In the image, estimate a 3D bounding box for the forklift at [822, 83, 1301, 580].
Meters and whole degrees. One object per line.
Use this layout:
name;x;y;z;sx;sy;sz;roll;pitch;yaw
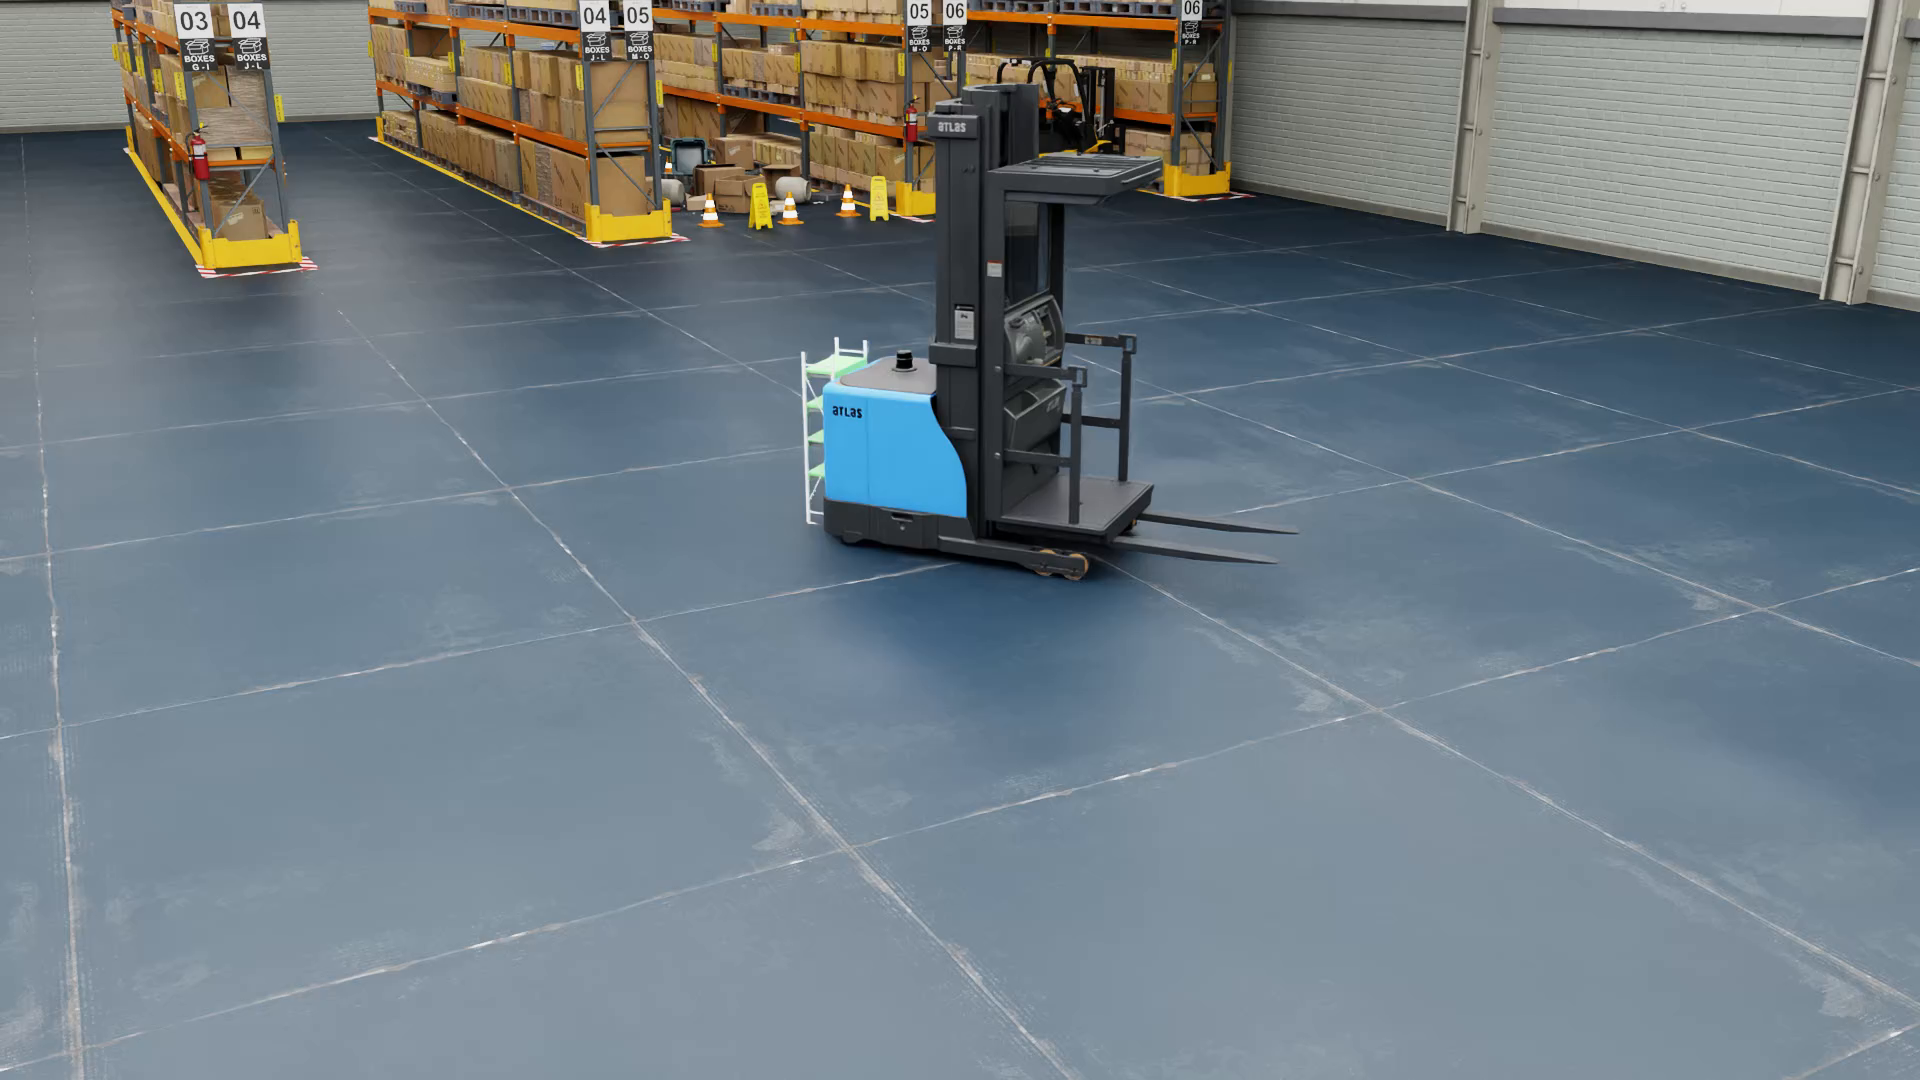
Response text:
forklift;0.657;-1.330;10.493;3.031;2.935;1.130;8;21;22

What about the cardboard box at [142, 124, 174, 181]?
cardboard box;-13.208;-6.663;28.457;1.225;0.875;0.875;-11;22;-29

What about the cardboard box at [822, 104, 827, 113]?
cardboard box;-2.092;-7.260;27.957;0.380;0.149;0.250;-10;21;-27

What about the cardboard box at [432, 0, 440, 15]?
cardboard box;-9.229;-9.739;30.004;0.500;0.500;0.500;-10;21;-27

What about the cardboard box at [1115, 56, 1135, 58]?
cardboard box;3.006;-8.582;29.801;0.380;0.149;0.250;-10;22;-28

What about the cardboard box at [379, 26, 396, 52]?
cardboard box;-11.832;-10.498;34.813;0.500;0.500;0.500;-11;22;-28

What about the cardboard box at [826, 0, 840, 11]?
cardboard box;-1.830;-8.681;26.867;0.500;0.250;0.500;-10;21;-26

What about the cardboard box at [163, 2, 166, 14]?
cardboard box;-10.118;-6.913;21.587;0.380;0.149;0.250;-11;22;-29

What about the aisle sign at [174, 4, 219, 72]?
aisle sign;-9.334;-6.136;20.330;0.394;0.787;0.004;-10;21;-27

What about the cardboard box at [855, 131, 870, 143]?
cardboard box;-1.462;-6.499;26.796;0.380;0.149;0.250;-9;21;-24

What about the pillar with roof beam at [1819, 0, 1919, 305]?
pillar with roof beam;6.360;-6.340;15.710;9.100;9.000;0.400;-10;21;-27

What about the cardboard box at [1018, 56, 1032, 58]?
cardboard box;1.268;-9.427;32.705;0.380;0.149;0.250;-9;21;-25

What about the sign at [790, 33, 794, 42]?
sign;-4.087;-12.195;40.546;0.100;0.325;0.005;-10;21;-27

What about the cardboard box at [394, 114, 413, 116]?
cardboard box;-11.777;-8.941;35.258;0.380;0.149;0.250;-9;21;-25

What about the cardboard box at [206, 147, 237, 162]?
cardboard box;-9.417;-4.903;21.126;0.380;0.149;0.250;-10;21;-27

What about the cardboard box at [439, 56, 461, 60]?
cardboard box;-10.023;-9.432;32.695;0.380;0.149;0.250;-9;21;-24

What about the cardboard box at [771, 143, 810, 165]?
cardboard box;-2.874;-6.967;30.108;0.950;0.372;0.625;-9;21;-23

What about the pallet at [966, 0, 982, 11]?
pallet;0.590;-10.721;33.292;1.213;0.211;1.003;-9;21;-24

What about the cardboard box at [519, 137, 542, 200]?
cardboard box;-6.349;-5.862;26.134;0.875;0.875;0.875;-10;21;-26

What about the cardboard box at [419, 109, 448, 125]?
cardboard box;-10.267;-8.274;32.549;0.500;0.250;0.500;-11;22;-29

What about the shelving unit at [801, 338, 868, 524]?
shelving unit;-0.848;-0.744;11.448;0.258;1.200;0.503;8;21;22

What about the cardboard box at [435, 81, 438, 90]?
cardboard box;-9.363;-8.303;30.336;0.380;0.149;0.250;-10;21;-26

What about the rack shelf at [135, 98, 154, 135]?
rack shelf;-13.848;-7.502;29.377;1.077;0.370;4.000;-10;21;-27

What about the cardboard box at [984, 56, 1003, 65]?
cardboard box;0.703;-9.421;32.687;0.380;0.149;0.250;-9;21;-26

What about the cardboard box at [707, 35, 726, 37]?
cardboard box;-4.909;-9.940;33.652;0.500;0.500;0.500;-10;21;-26

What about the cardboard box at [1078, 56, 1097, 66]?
cardboard box;2.344;-8.559;29.733;0.380;0.149;0.250;-9;21;-25

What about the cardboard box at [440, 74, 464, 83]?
cardboard box;-9.121;-8.299;29.869;0.380;0.149;0.250;-9;21;-26

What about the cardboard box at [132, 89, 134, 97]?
cardboard box;-15.354;-8.408;31.285;0.380;0.149;0.250;-10;21;-26

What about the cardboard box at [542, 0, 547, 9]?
cardboard box;-5.746;-7.663;23.731;0.380;0.149;0.250;-10;21;-26

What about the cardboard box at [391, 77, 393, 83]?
cardboard box;-11.738;-9.679;34.968;0.380;0.149;0.250;-10;22;-28

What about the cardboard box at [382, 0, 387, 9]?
cardboard box;-11.559;-11.035;34.143;0.500;0.250;0.500;-10;21;-27

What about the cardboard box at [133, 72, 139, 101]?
cardboard box;-14.800;-8.293;30.412;0.500;0.500;0.500;-10;21;-26

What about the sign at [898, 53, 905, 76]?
sign;-0.876;-7.123;24.916;0.100;0.325;0.005;-10;21;-27

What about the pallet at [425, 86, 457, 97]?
pallet;-9.462;-8.479;31.398;1.003;0.211;1.213;-10;21;-27

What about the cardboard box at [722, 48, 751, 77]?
cardboard box;-4.167;-9.024;31.432;0.500;0.500;0.500;-11;22;-28

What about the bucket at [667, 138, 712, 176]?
bucket;-4.493;-6.348;27.618;0.726;0.611;0.620;-3;9;-8

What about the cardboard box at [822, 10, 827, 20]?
cardboard box;-2.056;-8.689;27.499;0.380;0.149;0.250;-10;21;-27

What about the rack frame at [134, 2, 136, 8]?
rack frame;-12.899;-10.104;26.617;1.000;3.000;0.127;-10;21;-27

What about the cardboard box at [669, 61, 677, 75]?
cardboard box;-5.628;-9.652;33.969;0.500;0.250;0.500;-10;21;-26

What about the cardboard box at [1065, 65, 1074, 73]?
cardboard box;2.133;-8.572;30.227;0.380;0.149;0.250;-9;21;-25

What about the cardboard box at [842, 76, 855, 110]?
cardboard box;-1.571;-7.245;26.918;0.500;0.500;0.500;-10;21;-26

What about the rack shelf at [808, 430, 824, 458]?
rack shelf;-0.848;-0.684;11.469;0.258;0.148;0.480;8;21;22

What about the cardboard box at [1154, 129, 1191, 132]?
cardboard box;3.686;-6.958;28.736;0.500;0.250;0.500;-10;21;-27

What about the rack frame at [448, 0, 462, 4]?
rack frame;-8.486;-10.843;28.759;1.000;3.000;0.127;-10;21;-27

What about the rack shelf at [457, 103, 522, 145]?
rack shelf;-7.536;-7.093;28.192;1.077;0.370;4.000;-10;21;-27

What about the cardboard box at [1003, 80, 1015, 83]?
cardboard box;1.167;-8.749;32.117;0.500;0.250;0.500;-10;21;-26

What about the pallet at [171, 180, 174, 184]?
pallet;-13.207;-6.188;28.740;1.003;0.211;1.213;-10;21;-27

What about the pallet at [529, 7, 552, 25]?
pallet;-5.632;-7.649;24.236;1.003;0.211;1.213;-10;21;-27

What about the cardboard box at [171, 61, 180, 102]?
cardboard box;-10.056;-6.038;21.889;0.500;0.500;0.500;-10;21;-27

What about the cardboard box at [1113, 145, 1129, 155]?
cardboard box;2.990;-6.793;29.025;0.500;0.250;0.500;-11;22;-28

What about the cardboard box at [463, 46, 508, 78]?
cardboard box;-8.281;-8.397;29.181;0.700;0.500;0.500;-10;21;-27

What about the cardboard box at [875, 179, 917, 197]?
cardboard box;-1.011;-5.602;26.340;0.500;0.250;0.500;-10;21;-27

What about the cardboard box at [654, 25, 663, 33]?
cardboard box;-6.503;-10.817;35.200;0.380;0.149;0.250;-10;22;-28

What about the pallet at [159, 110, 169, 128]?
pallet;-11.923;-6.615;25.998;1.003;0.211;1.213;-10;21;-27

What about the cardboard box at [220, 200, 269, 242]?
cardboard box;-9.382;-4.170;21.806;0.500;0.500;0.500;-6;20;-17

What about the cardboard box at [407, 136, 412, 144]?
cardboard box;-11.103;-8.220;34.080;0.380;0.149;0.250;-11;22;-28

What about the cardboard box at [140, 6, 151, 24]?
cardboard box;-12.404;-8.147;25.775;0.500;0.250;0.500;-9;21;-26
